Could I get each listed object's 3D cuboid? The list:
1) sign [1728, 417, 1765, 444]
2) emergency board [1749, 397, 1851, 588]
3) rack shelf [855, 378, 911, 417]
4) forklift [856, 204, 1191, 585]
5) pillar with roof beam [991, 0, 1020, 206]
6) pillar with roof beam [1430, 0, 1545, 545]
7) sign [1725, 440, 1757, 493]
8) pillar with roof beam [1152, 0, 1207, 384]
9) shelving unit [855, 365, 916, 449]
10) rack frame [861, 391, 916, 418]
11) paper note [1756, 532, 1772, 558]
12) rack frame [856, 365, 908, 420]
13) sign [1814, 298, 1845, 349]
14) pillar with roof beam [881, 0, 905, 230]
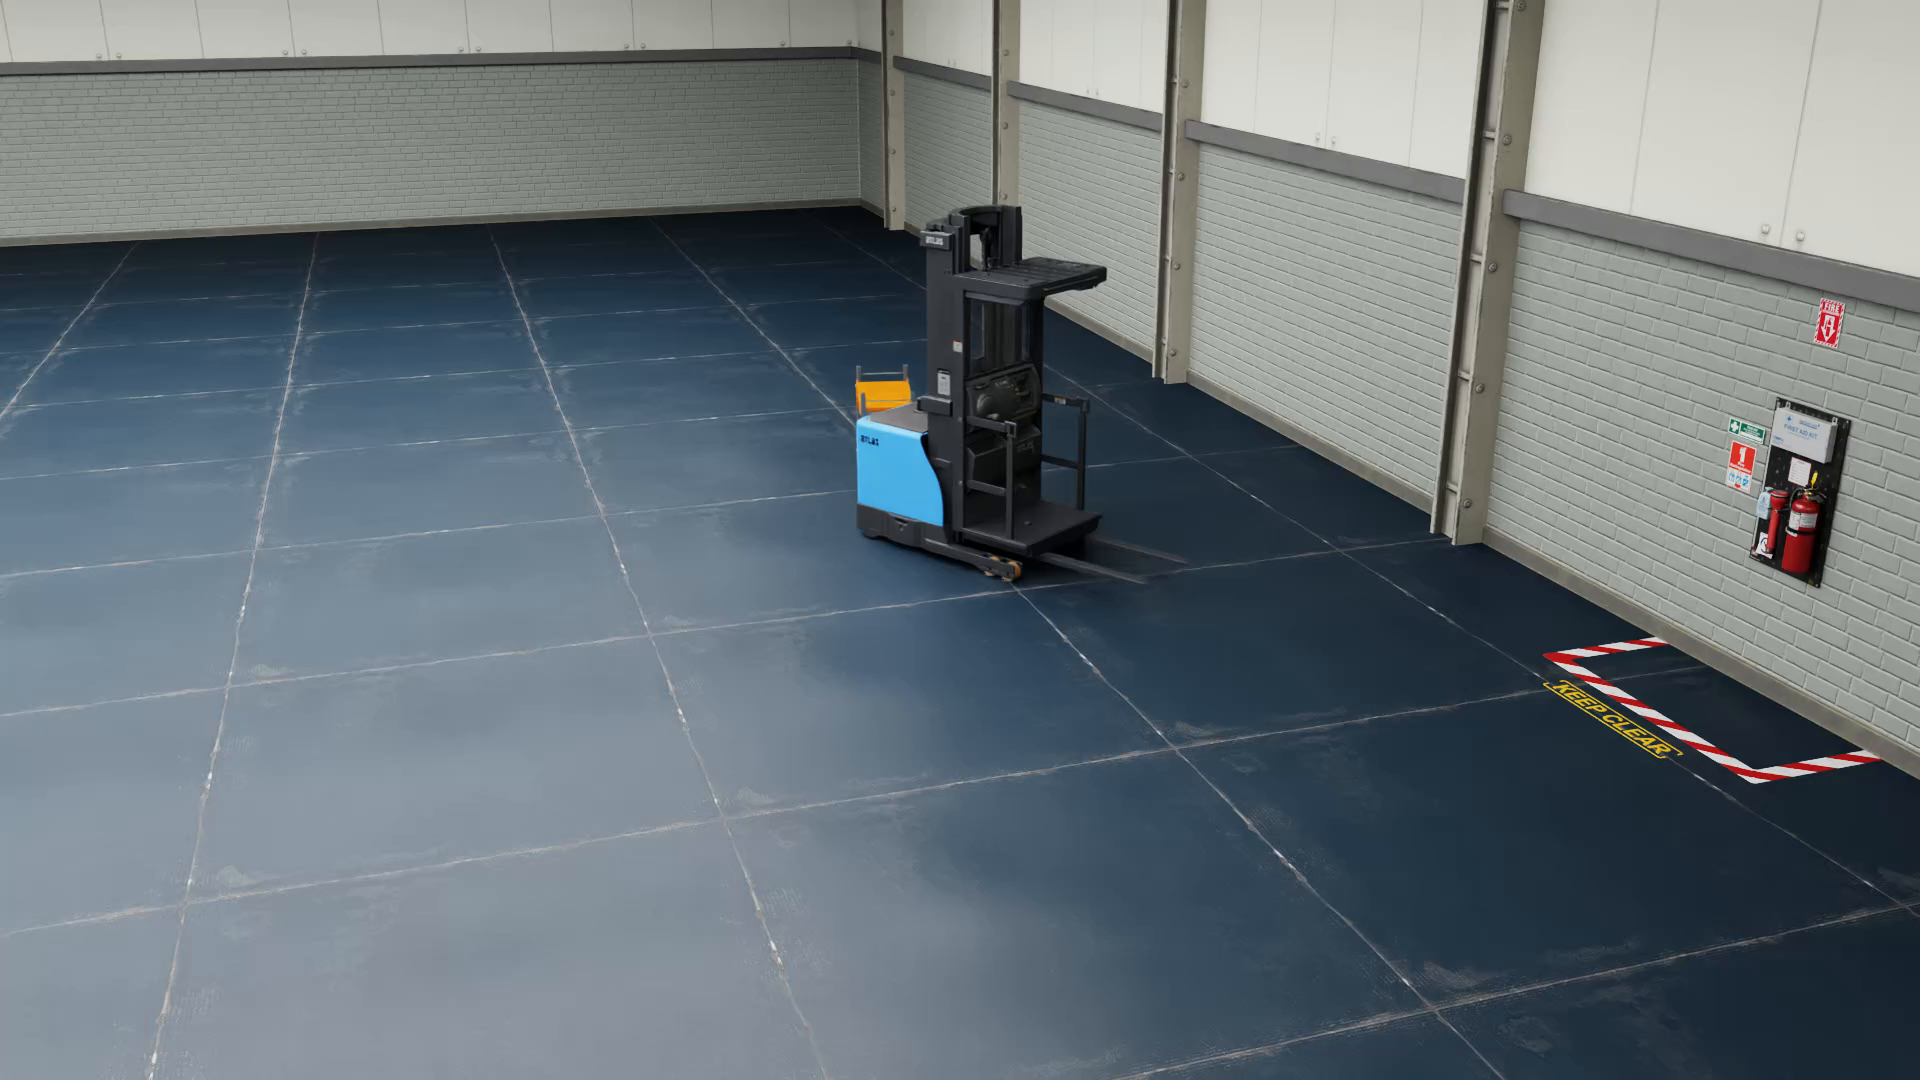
[{"bbox_3d":[5.508,-0.766,11.650,0.001,0.109,0.331,-6,21,-17],"label":"sign"},{"bbox_3d":[5.591,-0.314,11.228,0.194,1.169,0.643,-6,21,-17],"label":"emergency board"},{"bbox_3d":[-0.708,-1.272,15.803,0.538,0.278,1.000,-2,20,-5],"label":"rack shelf"},{"bbox_3d":[0.526,-1.235,13.893,3.031,2.935,1.130,16,25,37],"label":"forklift"},{"bbox_3d":[-3.413,-7.659,22.803,9.100,9.000,0.400,-6,21,-17],"label":"pillar with roof beam"},{"bbox_3d":[0.359,-3.808,12.082,9.100,9.000,0.400,-6,21,-17],"label":"pillar with roof beam"},{"bbox_3d":[5.515,-0.519,11.746,0.001,0.329,0.234,-6,21,-17],"label":"sign"},{"bbox_3d":[-1.527,-5.734,17.442,9.100,9.000,0.400,-6,21,-17],"label":"pillar with roof beam"},{"bbox_3d":[-0.708,-0.997,15.902,0.538,1.125,1.048,-2,20,-5],"label":"shelving unit"},{"bbox_3d":[-0.659,-0.826,15.426,0.500,1.125,0.032,-2,20,-5],"label":"rack frame"},{"bbox_3d":[5.601,0.037,11.555,0.016,0.148,0.142,-6,21,-17],"label":"paper note"},{"bbox_3d":[-0.758,-1.168,16.378,0.500,1.125,0.032,-2,20,-5],"label":"rack frame"},{"bbox_3d":[5.683,-1.418,10.873,0.001,0.298,0.199,-6,21,-17],"label":"sign"},{"bbox_3d":[-5.299,-9.585,28.163,9.100,9.000,0.400,-6,21,-17],"label":"pillar with roof beam"}]
